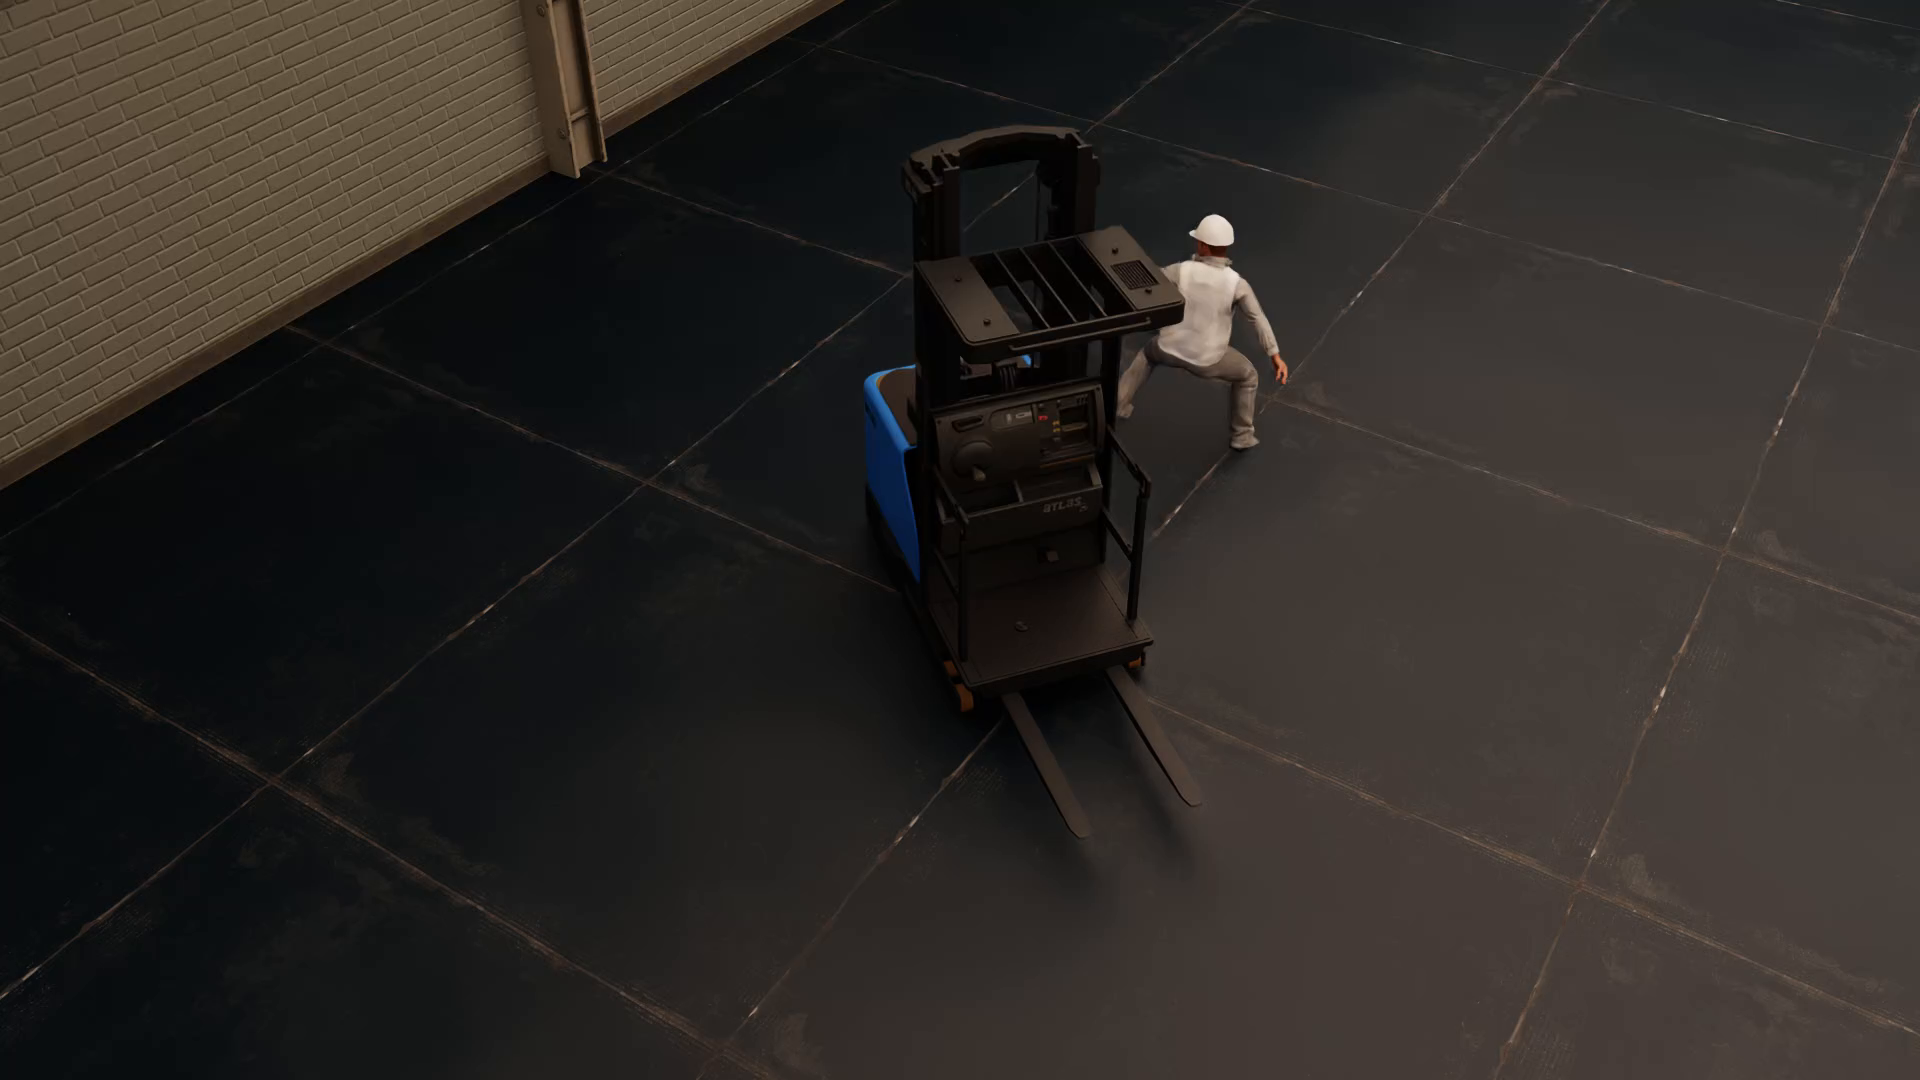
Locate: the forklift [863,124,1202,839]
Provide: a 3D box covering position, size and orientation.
[{"bbox_3d":[0.391,-0.476,8.529,1.130,2.935,3.031,-13,42,-15],"label":"forklift"}]

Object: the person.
[{"bbox_3d":[1.554,-1.261,10.532,1.162,1.679,0.526,18,43,20],"label":"person"}]
